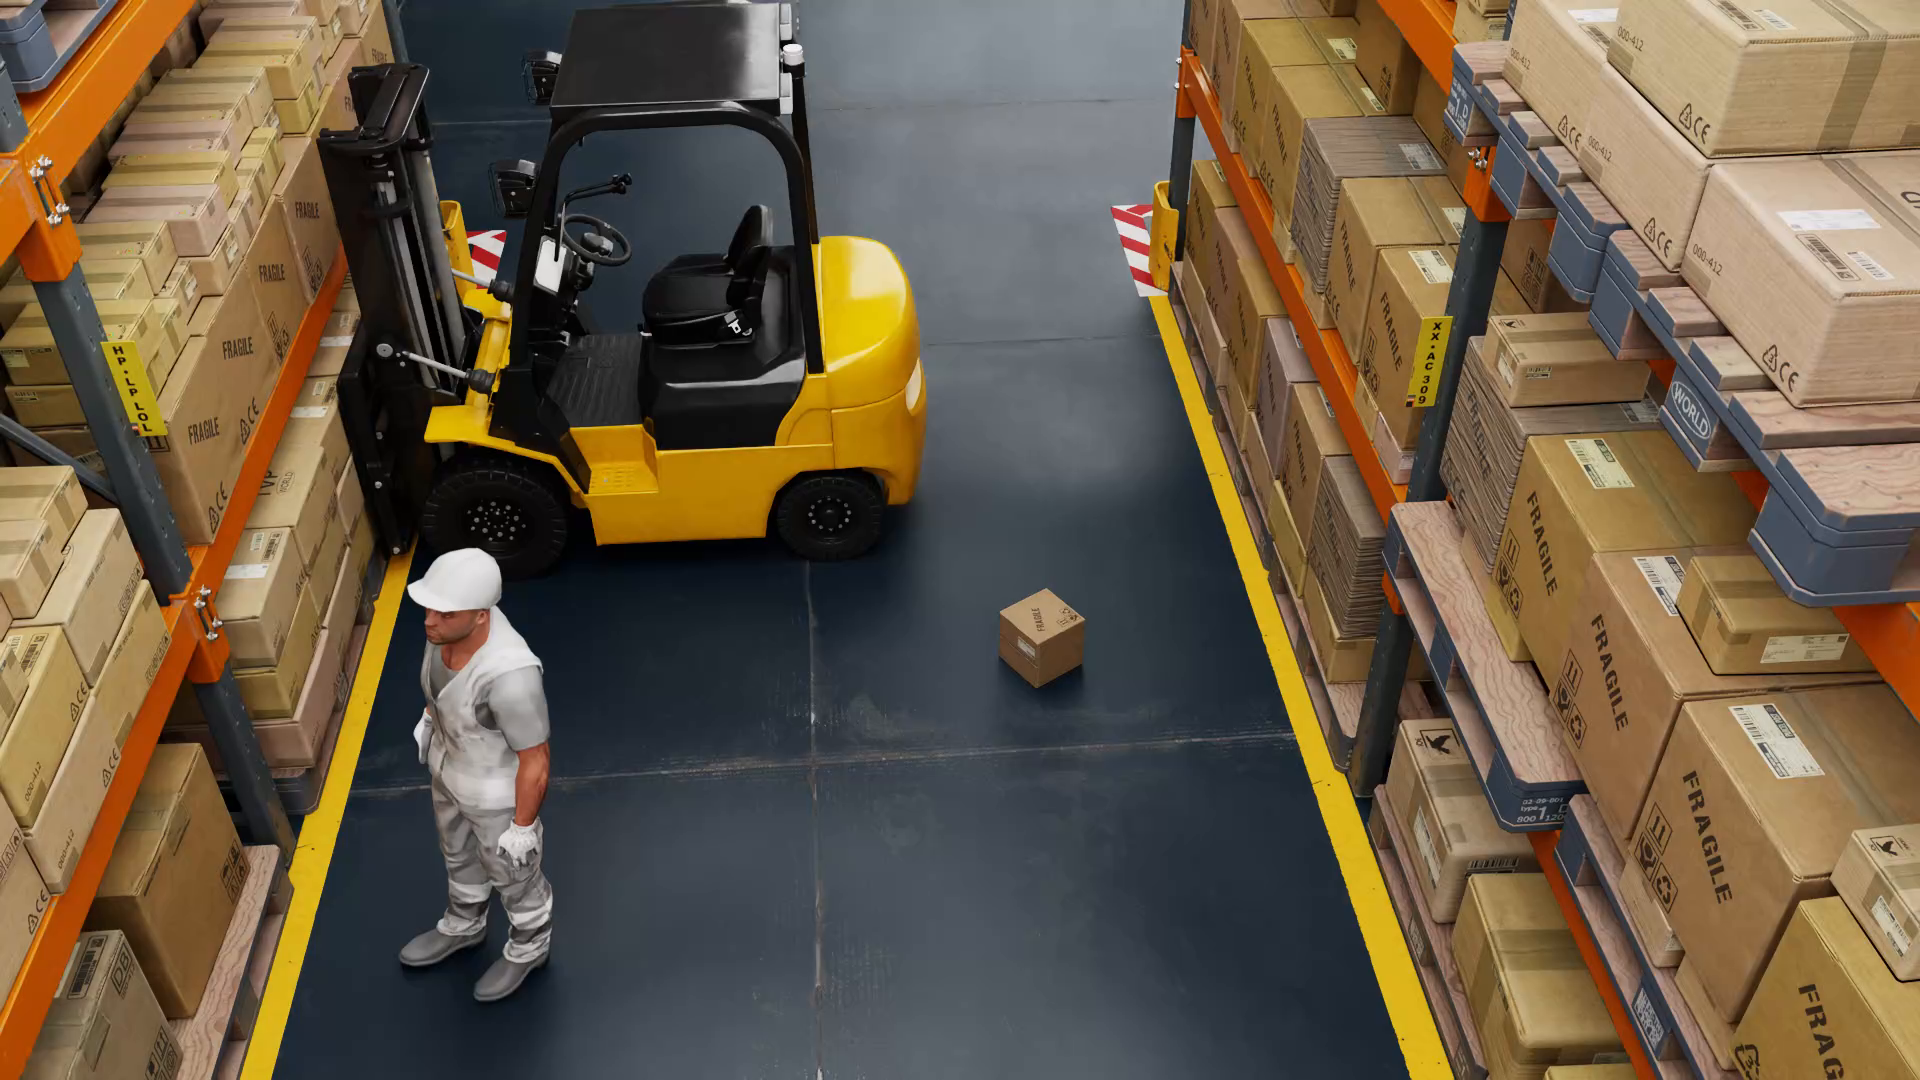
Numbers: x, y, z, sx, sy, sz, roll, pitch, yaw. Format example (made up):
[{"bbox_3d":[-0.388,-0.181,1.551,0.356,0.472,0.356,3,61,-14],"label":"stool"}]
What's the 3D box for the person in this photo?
[{"bbox_3d":[-1.543,0.772,5.157,0.564,1.787,0.637,-29,47,-31],"label":"person"}]
